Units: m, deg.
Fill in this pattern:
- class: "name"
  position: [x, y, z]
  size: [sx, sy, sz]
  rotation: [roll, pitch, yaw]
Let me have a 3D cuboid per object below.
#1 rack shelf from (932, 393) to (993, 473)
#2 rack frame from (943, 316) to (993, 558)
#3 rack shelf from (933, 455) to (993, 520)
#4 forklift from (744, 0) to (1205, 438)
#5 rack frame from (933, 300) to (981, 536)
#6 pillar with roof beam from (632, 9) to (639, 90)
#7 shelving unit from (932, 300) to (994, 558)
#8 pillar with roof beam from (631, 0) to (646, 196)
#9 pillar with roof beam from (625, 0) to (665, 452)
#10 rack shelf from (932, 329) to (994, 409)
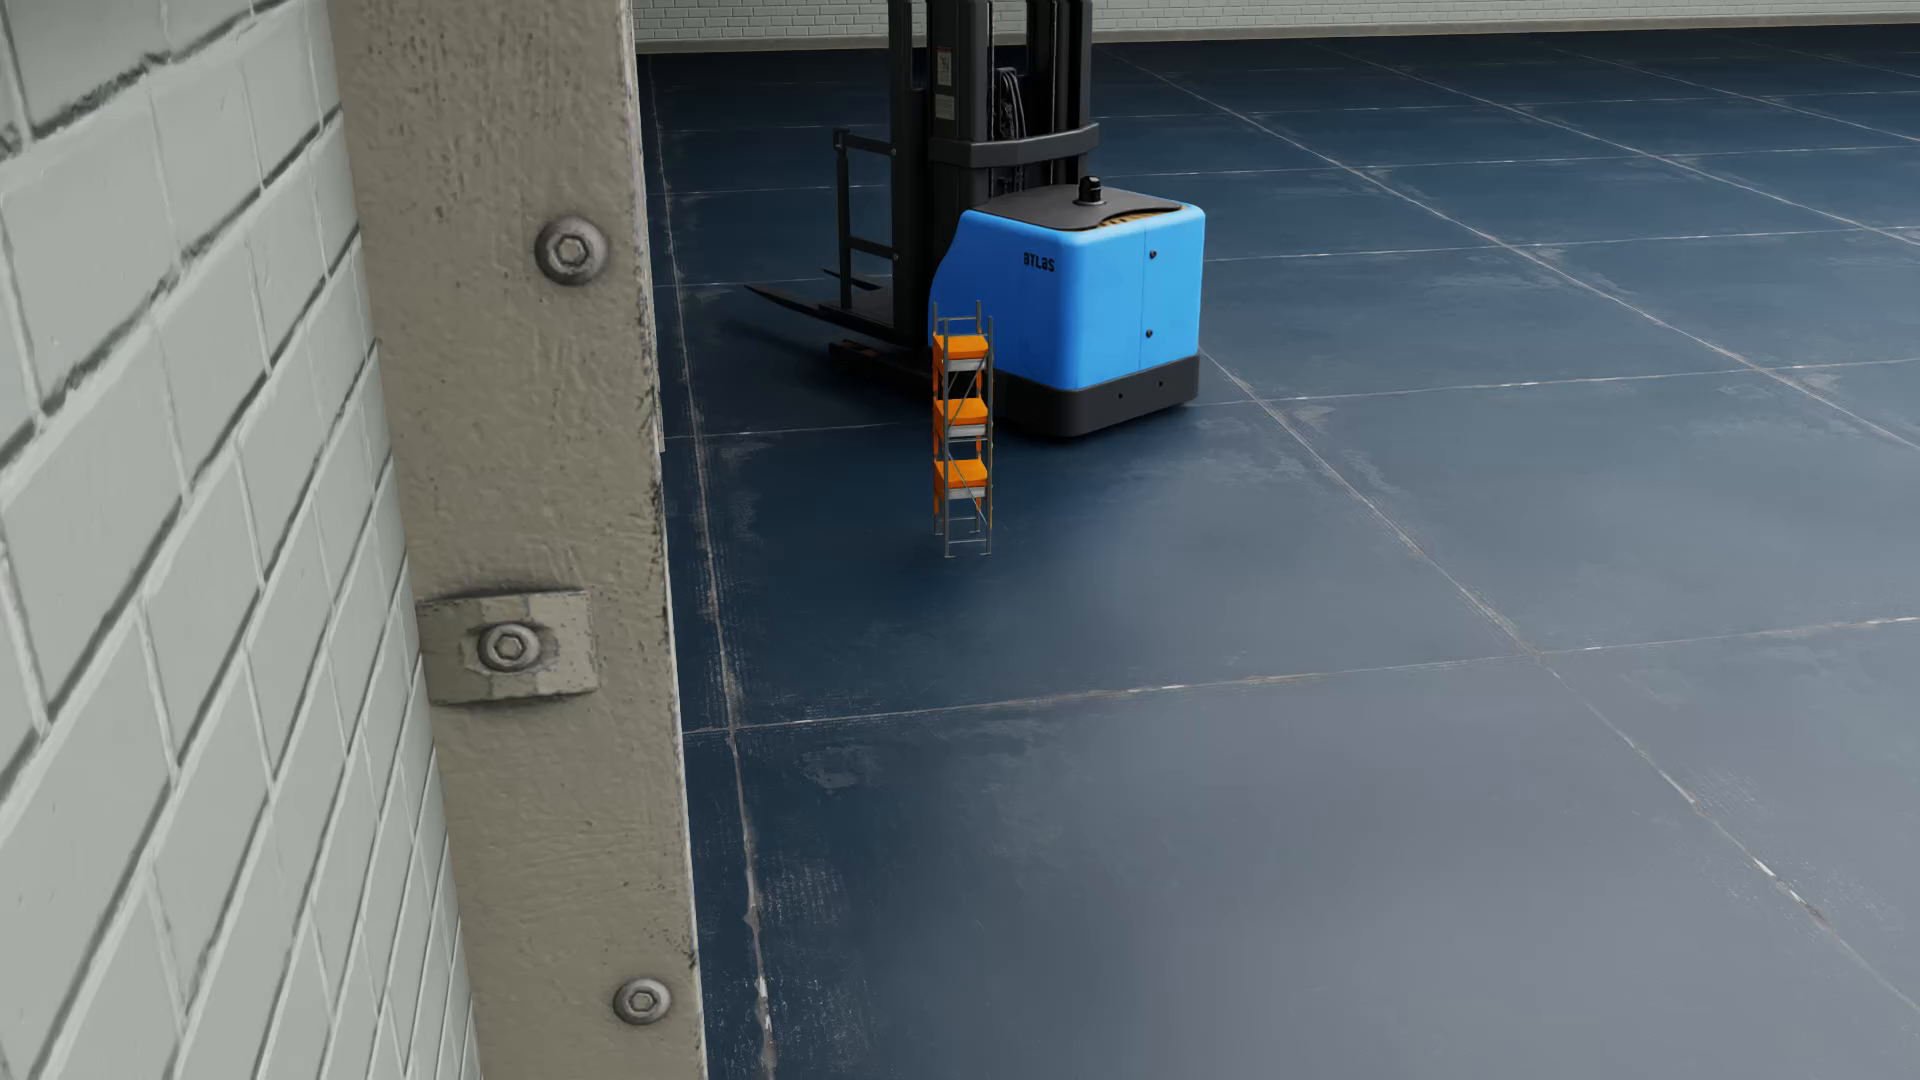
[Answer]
- class: "rack shelf"
  position: [0.010, -0.450, 6.996]
  size: [0.215, 0.259, 0.240]
  rotation: [-4, 24, -10]
- class: "rack frame"
  position: [0.032, -0.412, 6.882]
  size: [0.200, 1.050, 0.008]
  rotation: [-4, 24, -10]
- class: "rack shelf"
  position: [0.010, -0.196, 7.107]
  size: [0.215, 0.259, 0.240]
  rotation: [-4, 24, -10]
- class: "forklift"
  position: [-0.091, -2.362, 8.996]
  size: [1.130, 2.935, 3.031]
  rotation: [-20, 30, -38]
- class: "rack frame"
  position: [-0.013, -0.508, 7.102]
  size: [0.200, 1.050, 0.008]
  rotation: [-4, 24, -10]
- class: "pillar with roof beam"
  position: [0.357, -9.667, 18.141]
  size: [9.100, 9.000, 0.400]
  rotation: [-4, 24, -10]
- class: "shelving unit"
  position: [0.010, -0.460, 6.992]
  size: [0.215, 1.050, 0.252]
  rotation: [-4, 24, -10]
- class: "pillar with roof beam"
  position: [1.467, -7.307, 12.738]
  size: [9.100, 9.000, 0.400]
  rotation: [-4, 24, -10]
- class: "pillar with roof beam"
  position: [2.576, -4.947, 7.334]
  size: [9.100, 9.000, 0.400]
  rotation: [-4, 24, -10]
- class: "rack shelf"
  position: [0.010, -0.710, 6.882]
  size: [0.215, 0.259, 0.240]
  rotation: [-4, 24, -10]
